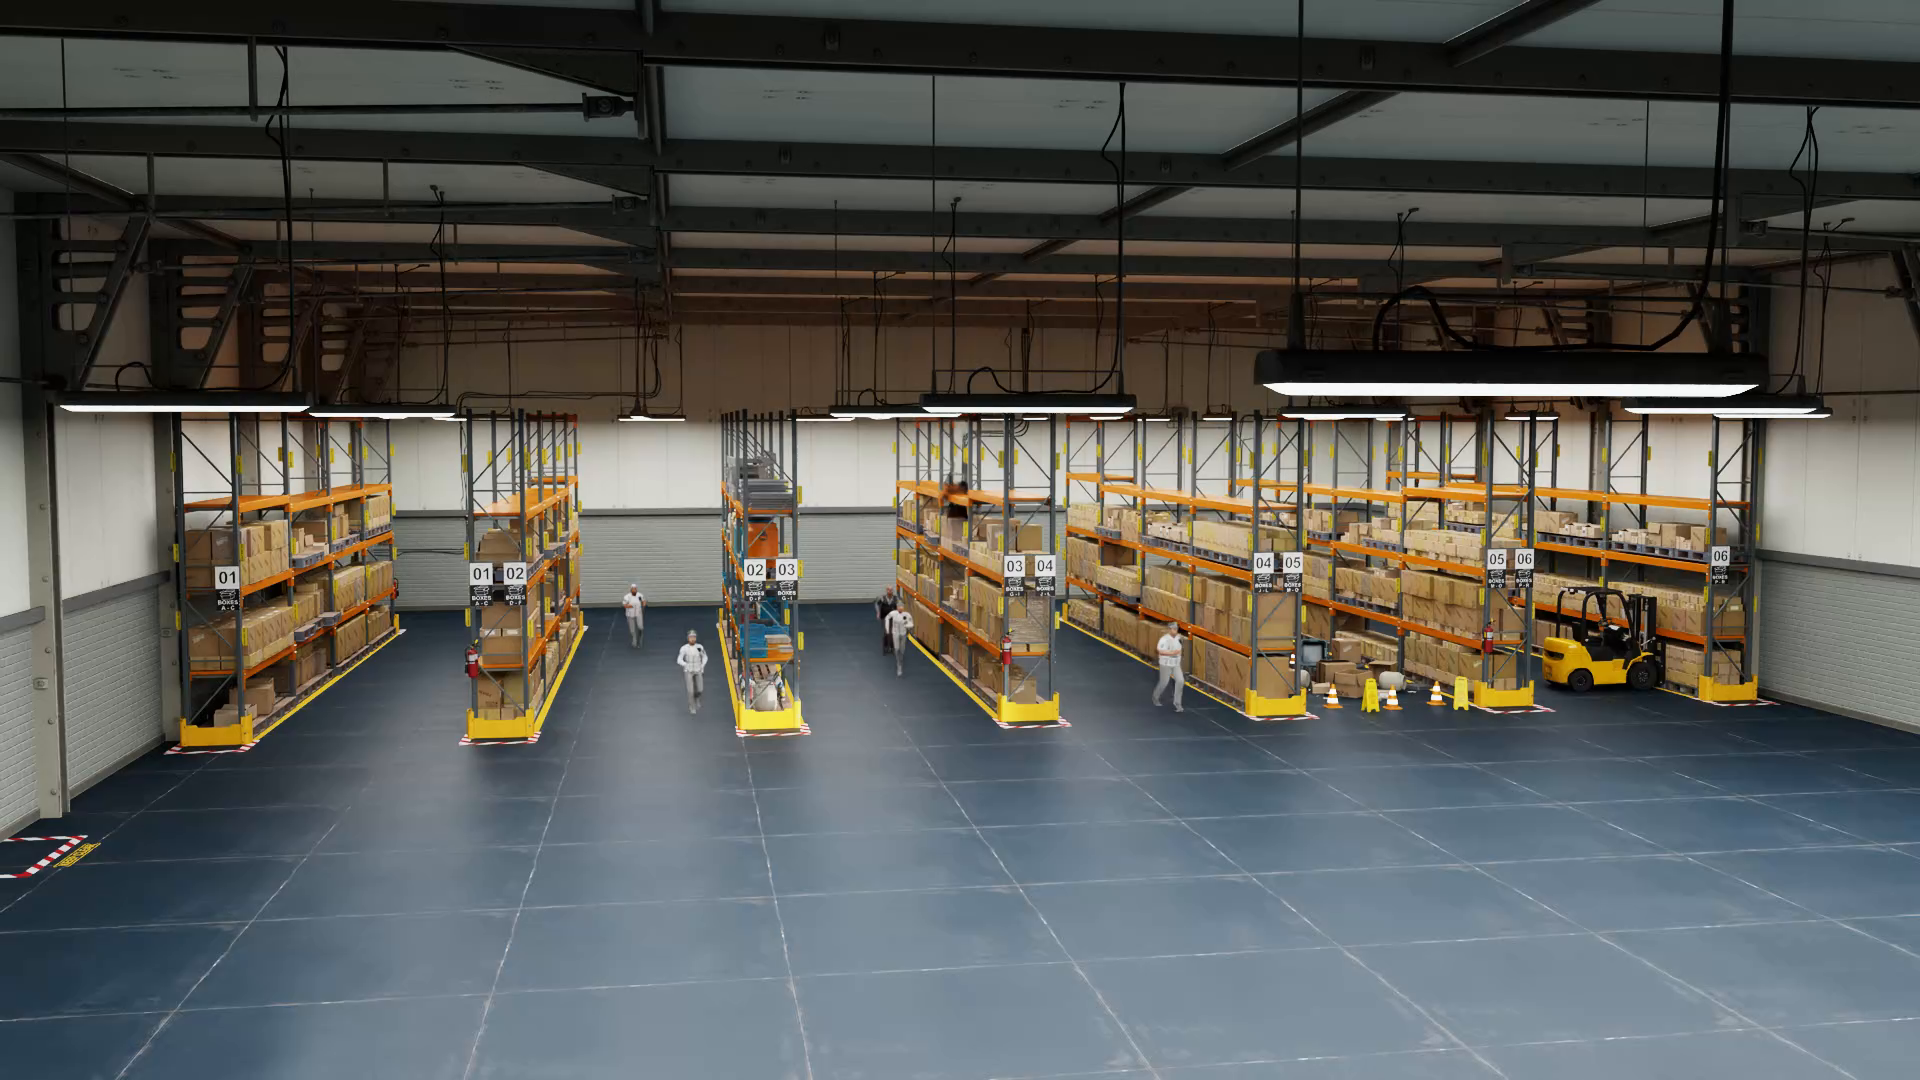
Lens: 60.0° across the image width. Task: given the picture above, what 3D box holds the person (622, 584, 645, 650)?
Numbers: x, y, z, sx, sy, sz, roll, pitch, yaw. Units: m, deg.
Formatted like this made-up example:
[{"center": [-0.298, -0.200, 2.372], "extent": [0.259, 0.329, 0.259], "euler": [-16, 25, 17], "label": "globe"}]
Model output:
[{"center": [-8.293, 1.957, 42.331], "extent": [0.588, 1.679, 0.741], "euler": [-1, 4, -14], "label": "person"}]

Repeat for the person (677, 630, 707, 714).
[{"center": [-5.263, 2.604, 32.835], "extent": [0.609, 1.651, 0.540], "euler": [-1, 4, -17], "label": "person"}]

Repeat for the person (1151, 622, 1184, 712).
[{"center": [4.174, 2.528, 33.353], "extent": [0.688, 1.836, 0.903], "euler": [-3, 5, -35], "label": "person"}]

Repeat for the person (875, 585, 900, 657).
[{"center": [-1.749, 2.003, 41.116], "extent": [0.629, 1.762, 0.736], "euler": [-1, 4, -13], "label": "person"}]

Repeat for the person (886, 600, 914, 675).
[{"center": [-1.388, 2.222, 38.251], "extent": [0.636, 1.729, 0.795], "euler": [0, 4, -4], "label": "person"}]
